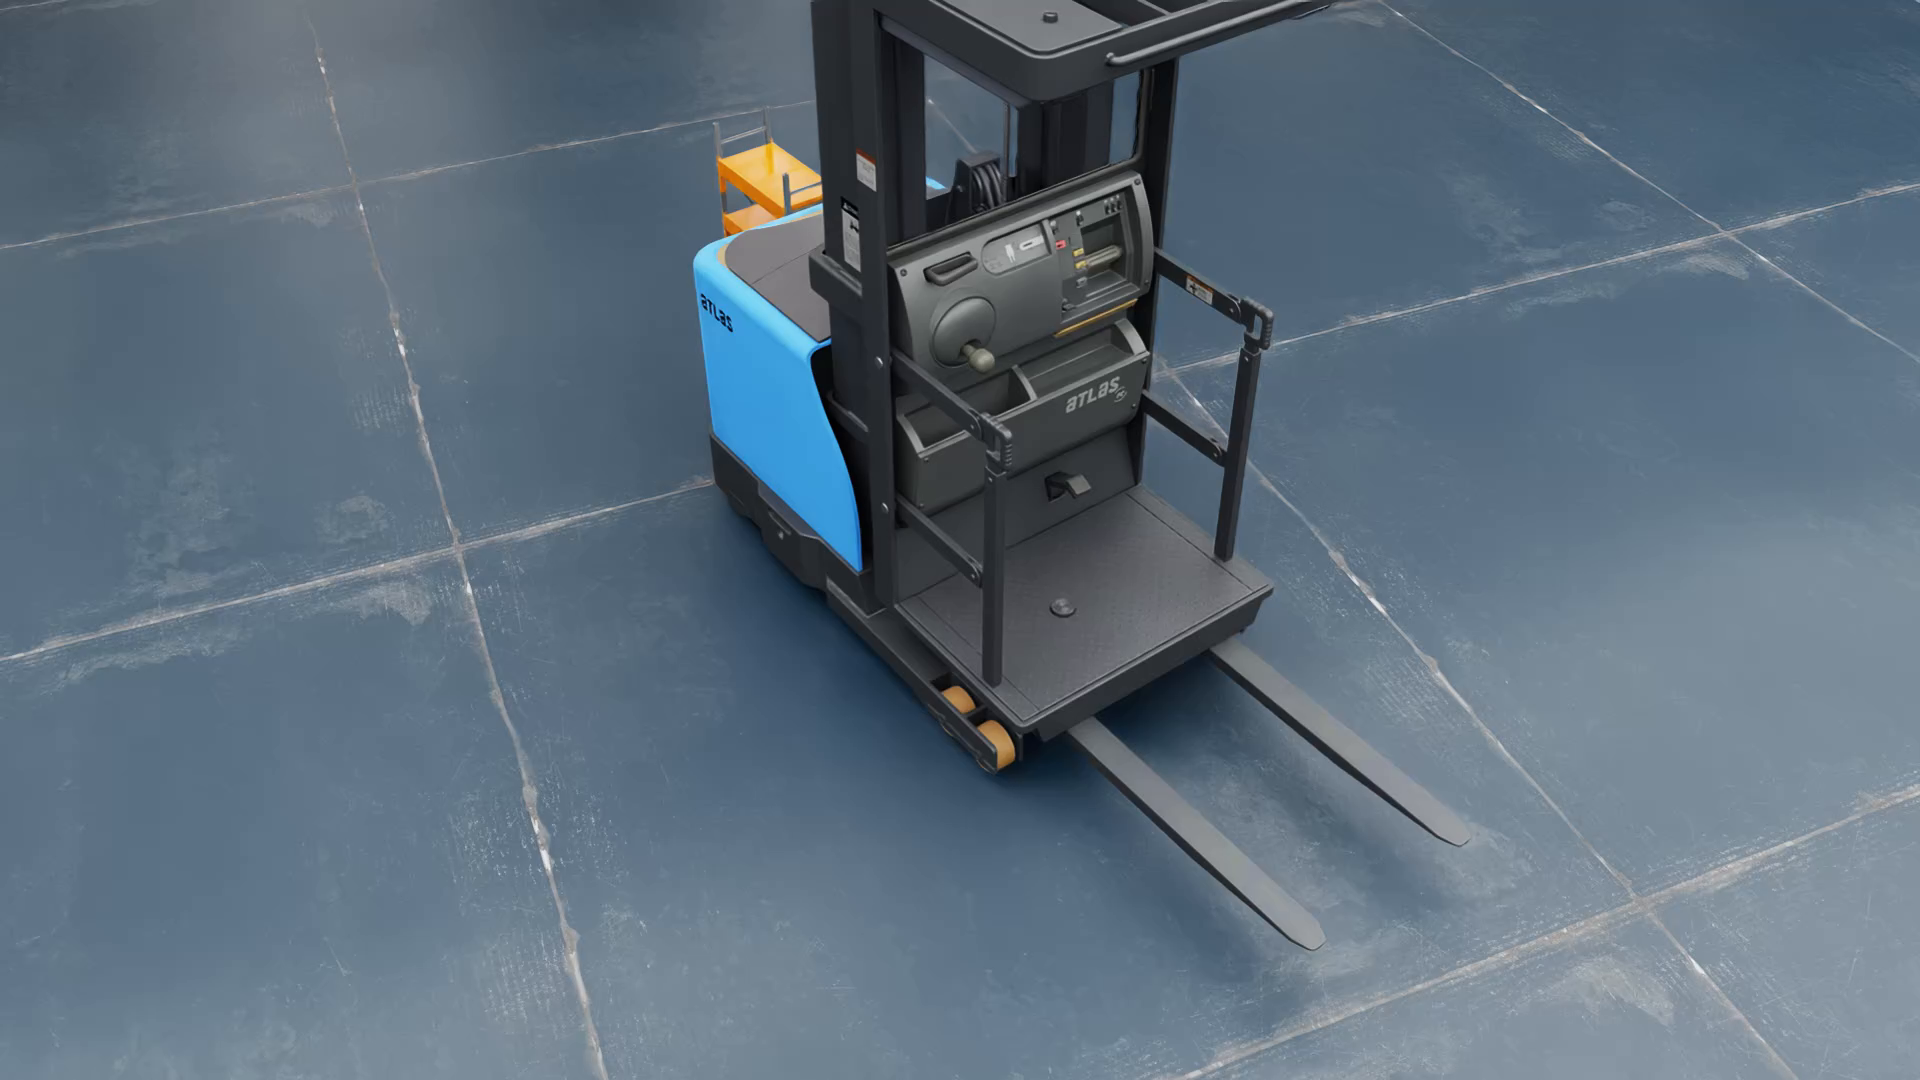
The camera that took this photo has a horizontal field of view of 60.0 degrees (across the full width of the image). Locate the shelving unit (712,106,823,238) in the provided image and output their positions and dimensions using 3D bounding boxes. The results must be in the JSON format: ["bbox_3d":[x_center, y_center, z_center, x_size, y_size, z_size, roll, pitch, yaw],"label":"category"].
[{"bbox_3d":[-0.681,-1.021,6.517,0.258,1.200,0.503,-26,47,-27],"label":"shelving unit"}]

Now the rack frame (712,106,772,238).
[{"bbox_3d":[-0.827,-1.148,6.665,0.240,1.200,0.015,-26,47,-27],"label":"rack frame"}]

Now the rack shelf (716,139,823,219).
[{"bbox_3d":[-0.681,-1.319,6.261,0.258,0.148,0.480,-26,47,-27],"label":"rack shelf"}]

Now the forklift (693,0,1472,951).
[{"bbox_3d":[0.336,-0.729,4.850,1.130,2.935,3.031,-26,47,-27],"label":"forklift"}]

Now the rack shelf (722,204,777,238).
[{"bbox_3d":[-0.681,-1.139,6.415,0.258,0.148,0.480,-26,47,-27],"label":"rack shelf"}]

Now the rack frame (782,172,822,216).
[{"bbox_3d":[-0.535,-0.893,6.368,0.240,1.200,0.015,-26,47,-27],"label":"rack frame"}]
